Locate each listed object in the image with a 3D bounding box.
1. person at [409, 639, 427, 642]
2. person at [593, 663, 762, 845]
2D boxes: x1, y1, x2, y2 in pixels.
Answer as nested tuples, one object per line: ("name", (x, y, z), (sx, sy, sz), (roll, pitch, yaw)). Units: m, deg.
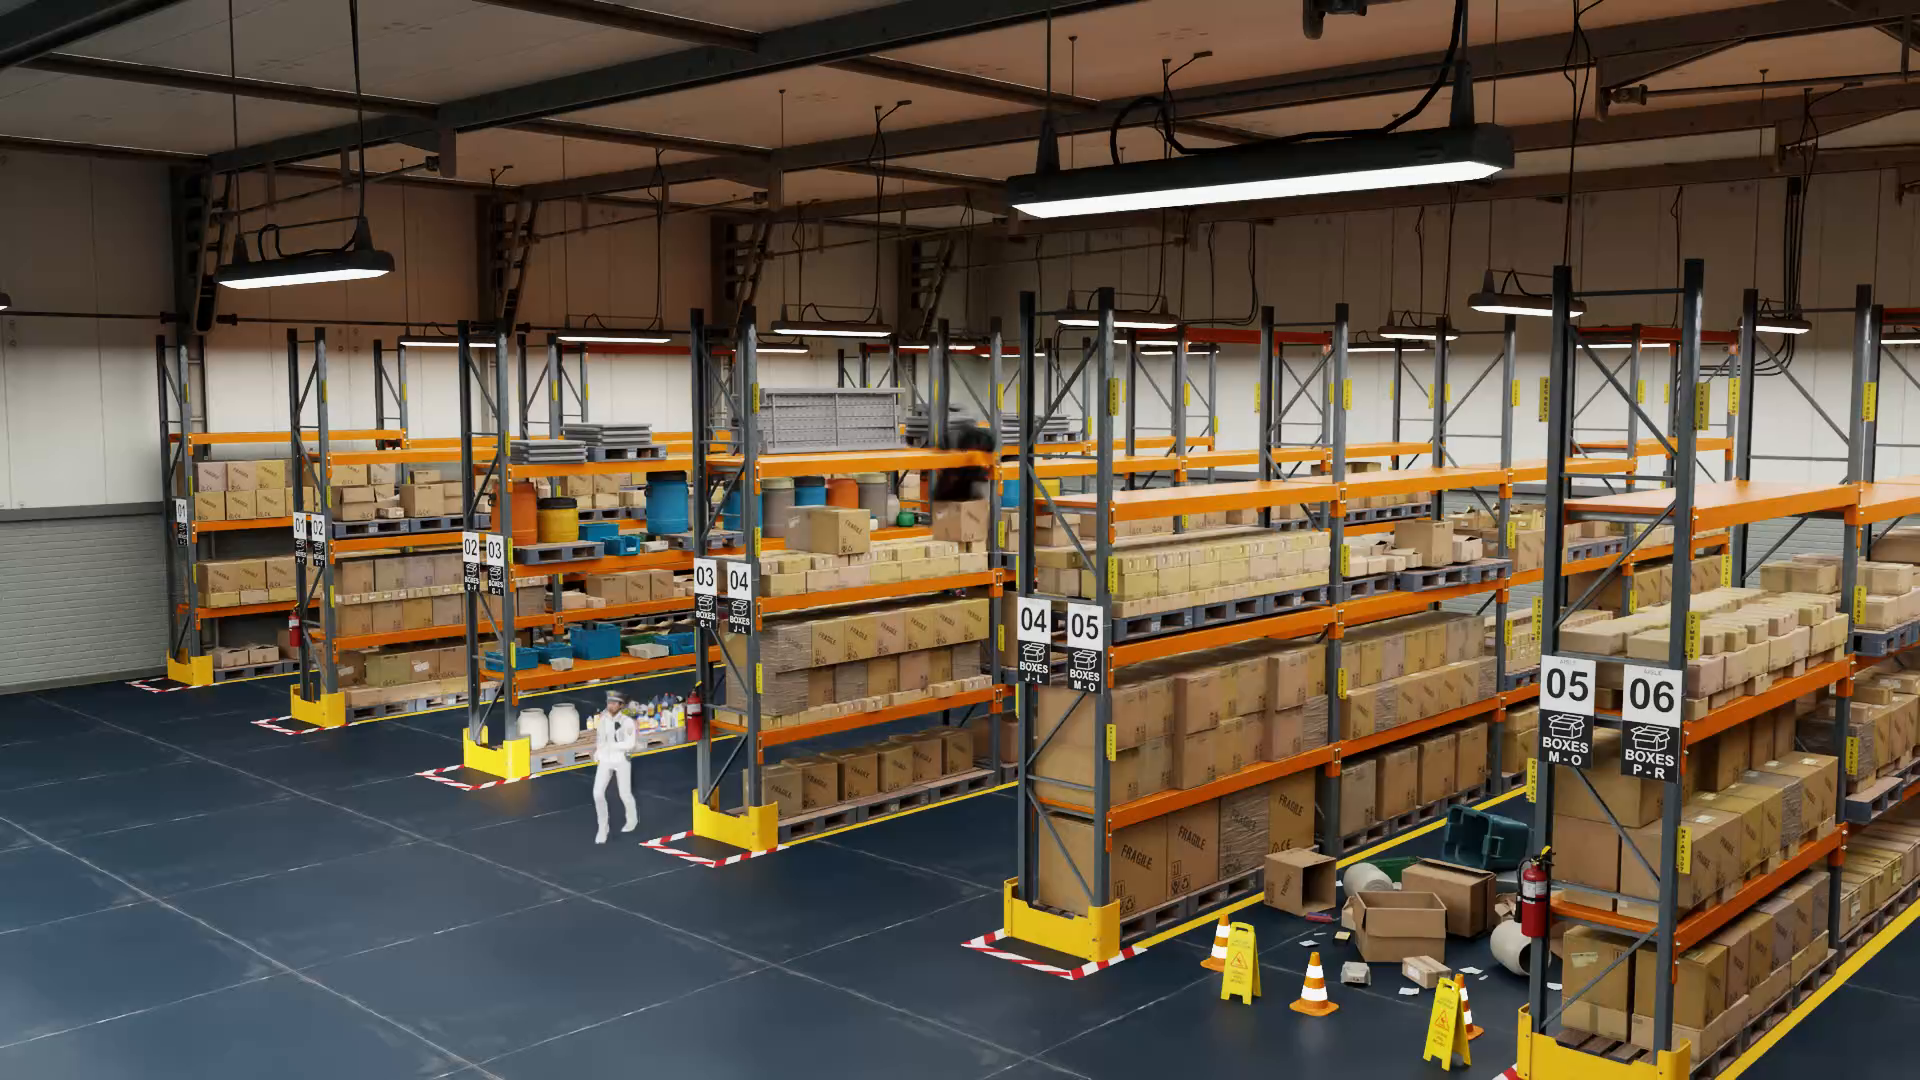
("person", (-9.479, 1.579, 29.175), (0.599, 1.663, 0.858), (4, 7, 39))
("person", (-3.182, 2.388, 18.640), (2.096, 2.114, 0.743), (1, 6, 15))
